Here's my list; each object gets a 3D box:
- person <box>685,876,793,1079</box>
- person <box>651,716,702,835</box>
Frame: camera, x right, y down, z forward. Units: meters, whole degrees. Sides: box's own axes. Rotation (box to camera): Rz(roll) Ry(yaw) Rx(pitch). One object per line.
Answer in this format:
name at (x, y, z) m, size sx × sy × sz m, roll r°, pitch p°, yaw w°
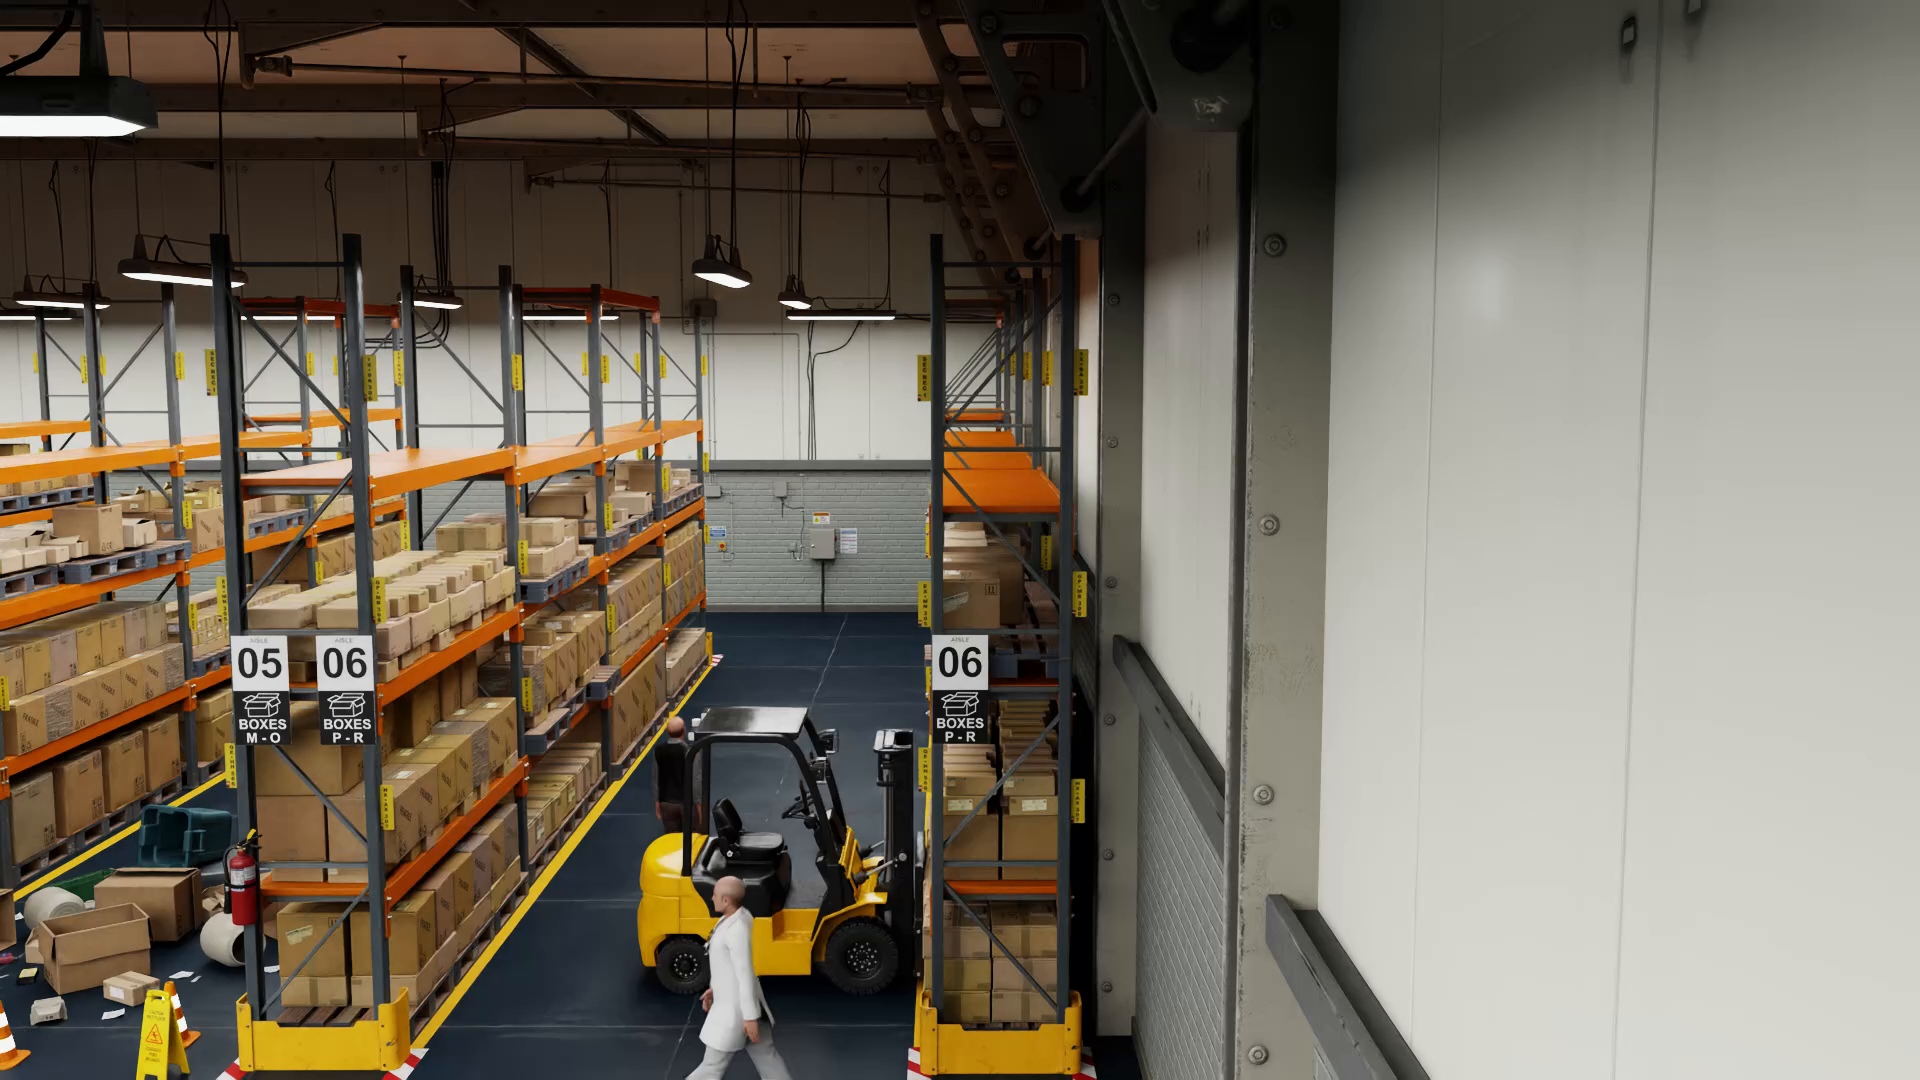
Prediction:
person at (-1.590, 3.073, 11.065) m, size 1.135 × 1.721 × 0.610 m, roll 0°, pitch 6°, yaw 2°
person at (-2.697, 2.550, 15.954) m, size 0.579 × 1.711 × 0.478 m, roll 1°, pitch 6°, yaw 10°
